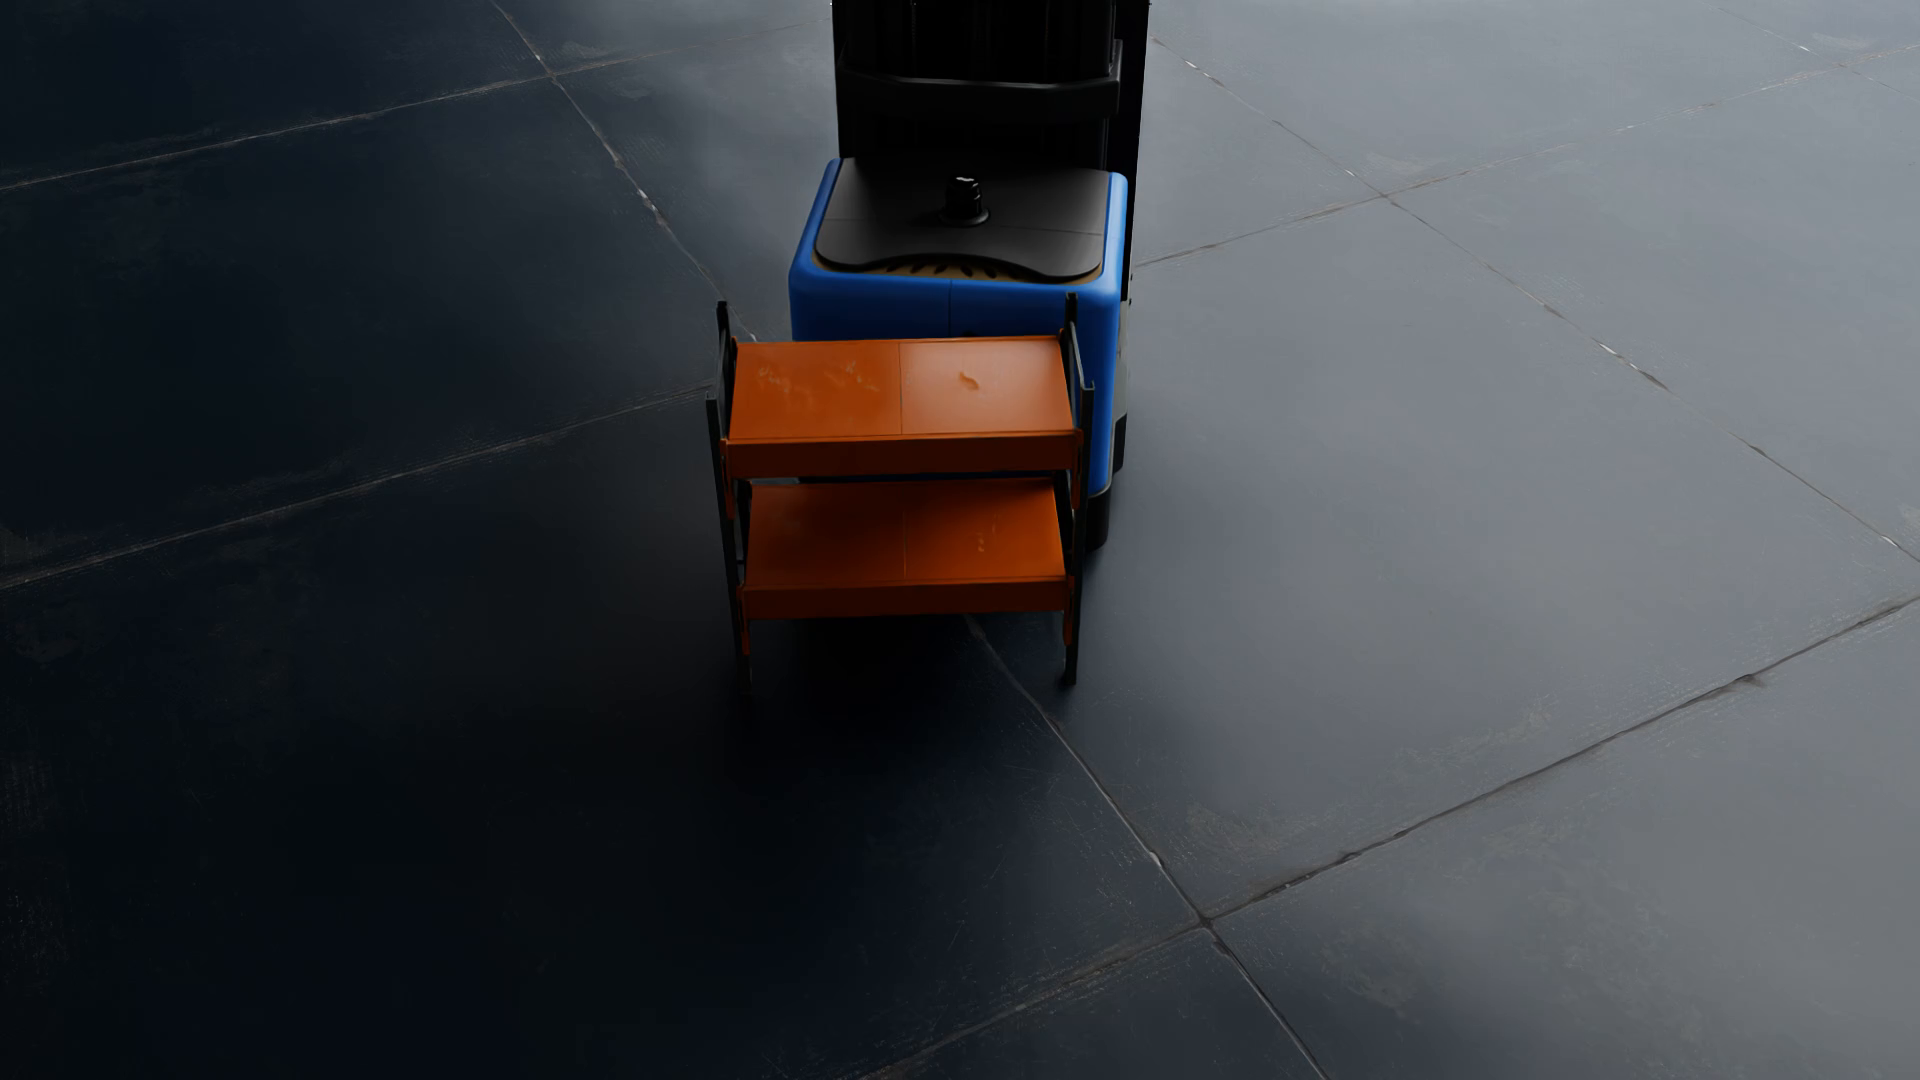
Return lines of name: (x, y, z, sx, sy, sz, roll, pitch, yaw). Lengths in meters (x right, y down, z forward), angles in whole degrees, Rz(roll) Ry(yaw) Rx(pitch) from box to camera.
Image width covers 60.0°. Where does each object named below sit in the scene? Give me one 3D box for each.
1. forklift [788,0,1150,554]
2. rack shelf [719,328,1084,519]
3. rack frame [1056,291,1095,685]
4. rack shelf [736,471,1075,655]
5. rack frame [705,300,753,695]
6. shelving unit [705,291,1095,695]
forklift: (0.131, -2.018, 5.865, 1.130, 2.935, 3.031, 4, 40, 5)
rack shelf: (-0.171, -0.345, 4.834, 1.000, 0.278, 0.538, -2, 40, -2)
rack frame: (0.337, -0.137, 5.041, 0.032, 1.125, 0.500, -2, 40, -2)
rack shelf: (-0.171, 0.065, 5.181, 1.000, 0.278, 0.538, -2, 40, -2)
rack frame: (-0.679, -0.107, 5.006, 0.032, 1.125, 0.500, -2, 40, -2)
shelving unit: (-0.171, -0.122, 5.023, 1.048, 1.125, 0.538, -2, 40, -2)
